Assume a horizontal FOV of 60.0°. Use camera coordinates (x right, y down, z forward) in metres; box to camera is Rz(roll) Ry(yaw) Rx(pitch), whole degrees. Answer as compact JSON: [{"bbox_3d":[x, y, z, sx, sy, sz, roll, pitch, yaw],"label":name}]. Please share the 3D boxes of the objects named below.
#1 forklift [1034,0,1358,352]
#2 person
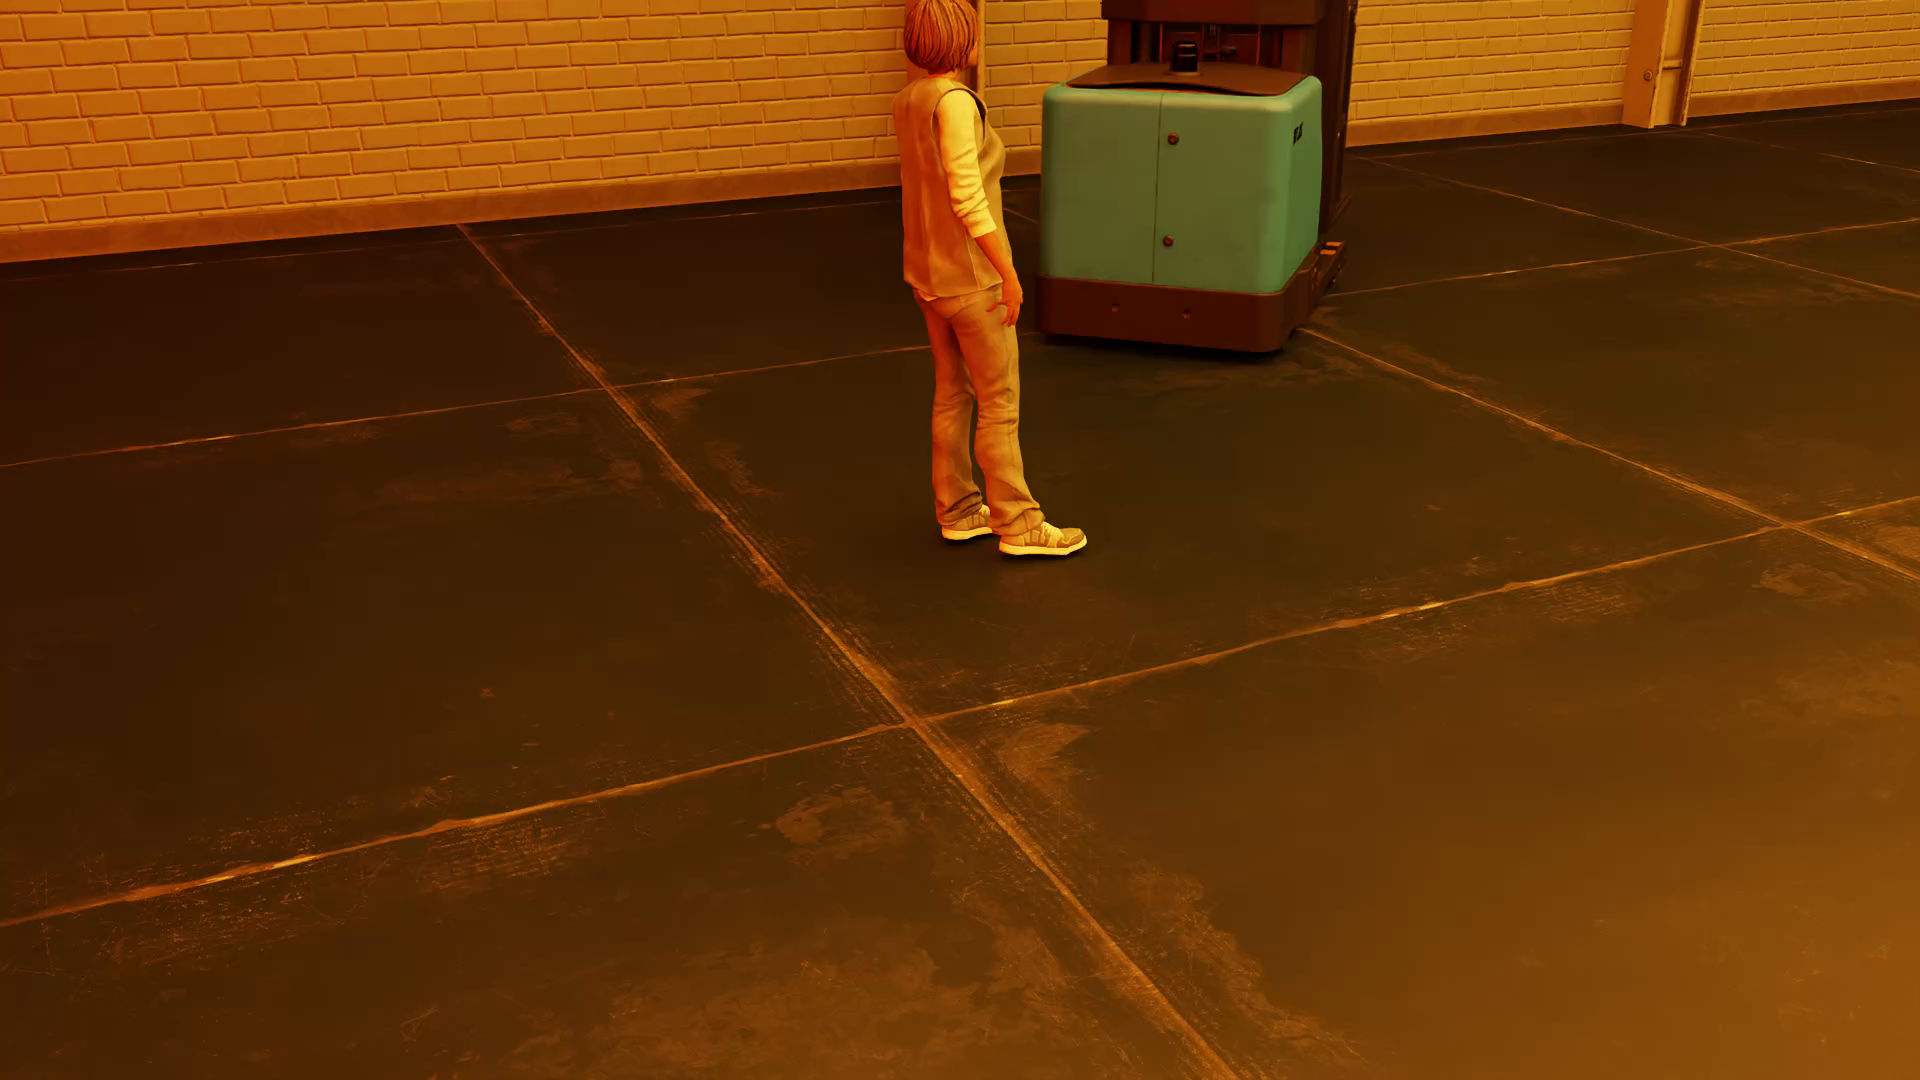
[{"bbox_3d":[1.295,-2.651,7.667,1.130,2.935,3.031,8,24,18],"label":"forklift"},{"bbox_3d":[0.074,-0.745,4.818,0.473,1.584,0.521,-10,25,-23],"label":"person"}]
